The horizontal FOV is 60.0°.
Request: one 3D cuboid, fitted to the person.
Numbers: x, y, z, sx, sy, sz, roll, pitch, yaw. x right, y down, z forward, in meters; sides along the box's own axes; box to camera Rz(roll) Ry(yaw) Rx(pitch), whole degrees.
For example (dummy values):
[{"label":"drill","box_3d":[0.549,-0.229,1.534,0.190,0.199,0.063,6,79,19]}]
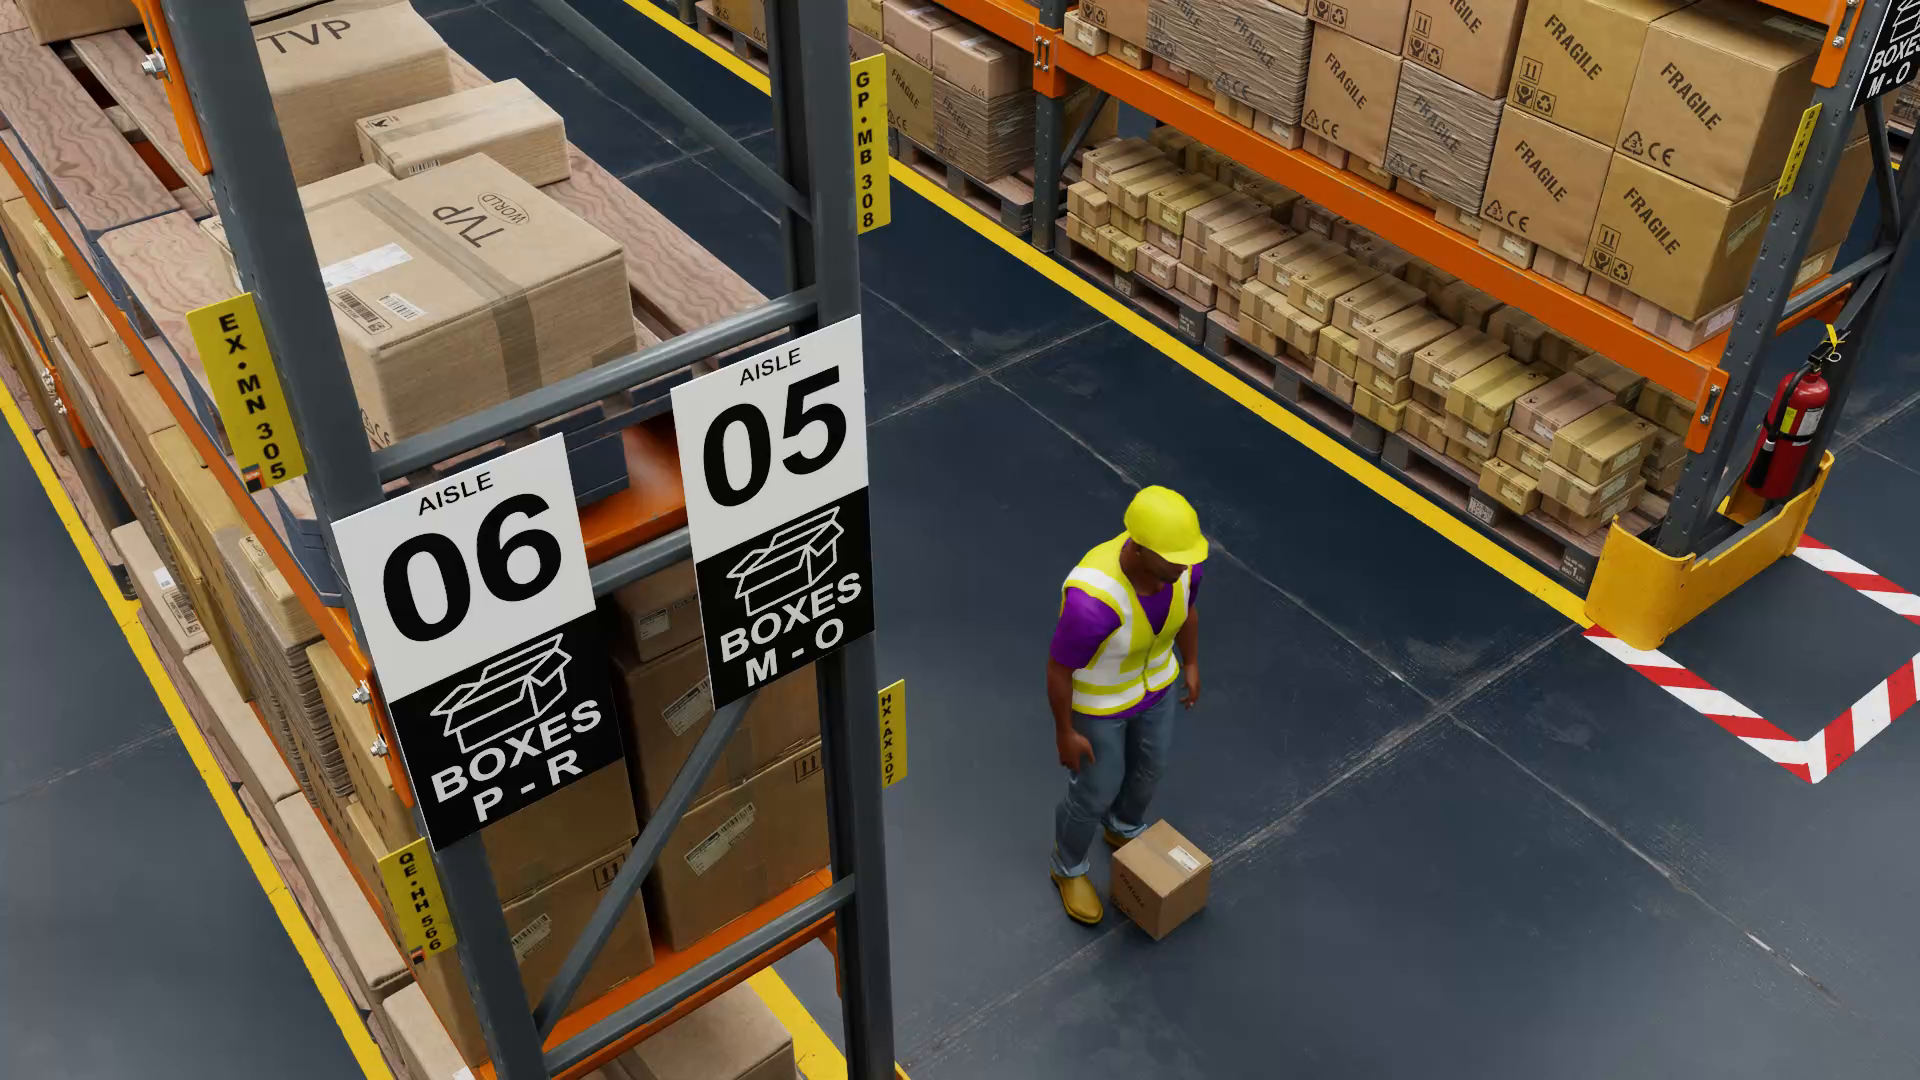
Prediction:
[{"label":"person","box_3d":[0.557,0.516,5.528,0.626,1.761,0.458,-26,47,-28]}]
